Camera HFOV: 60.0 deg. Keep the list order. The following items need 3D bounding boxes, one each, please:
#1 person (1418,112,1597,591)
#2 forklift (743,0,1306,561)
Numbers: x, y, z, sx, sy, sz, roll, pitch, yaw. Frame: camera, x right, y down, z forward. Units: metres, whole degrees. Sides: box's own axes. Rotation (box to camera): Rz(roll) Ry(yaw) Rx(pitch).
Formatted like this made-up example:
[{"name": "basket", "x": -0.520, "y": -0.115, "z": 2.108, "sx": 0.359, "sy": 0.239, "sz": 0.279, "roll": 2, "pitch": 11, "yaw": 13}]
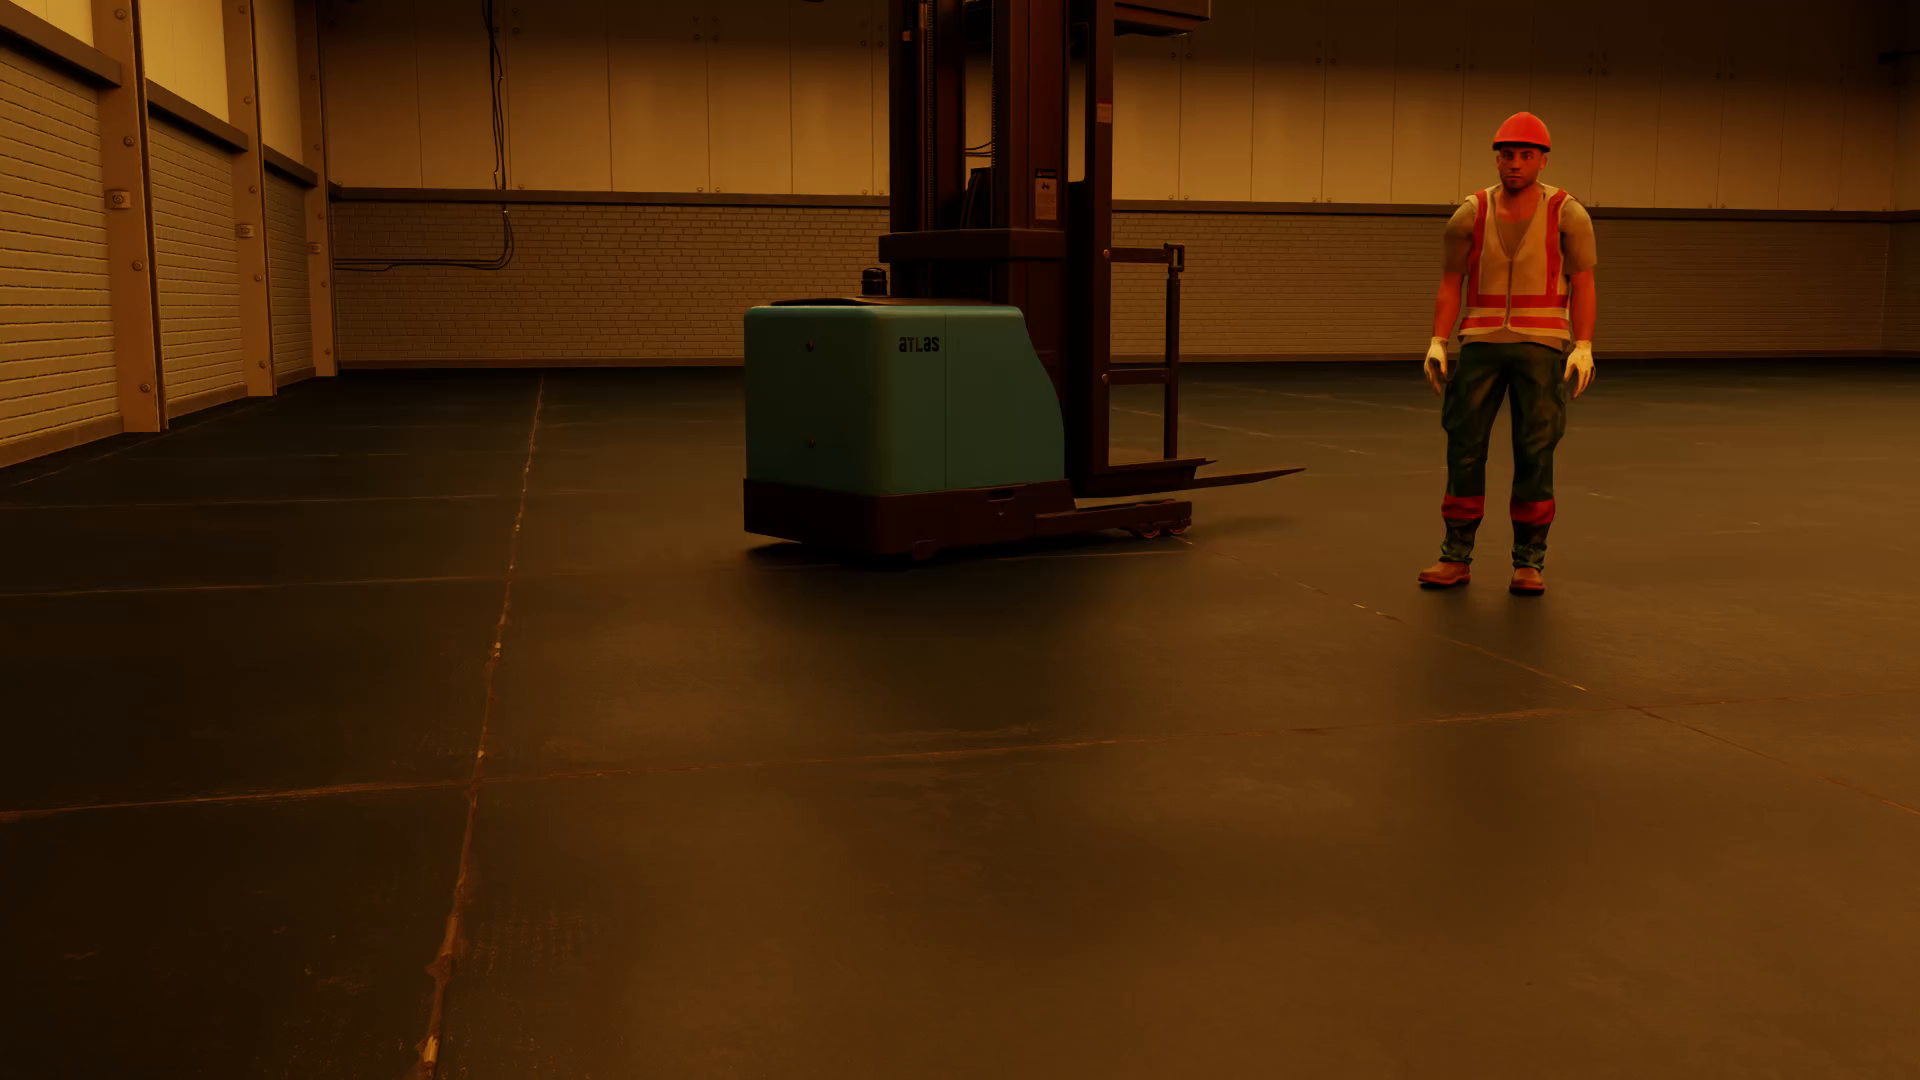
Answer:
[{"name": "person", "x": 2.080, "y": -0.699, "z": 6.294, "sx": 0.623, "sy": 1.780, "sz": 0.450, "roll": 4, "pitch": 9, "yaw": 28}, {"name": "forklift", "x": 0.472, "y": -1.508, "z": 7.908, "sx": 3.031, "sy": 2.935, "sz": 1.130, "roll": -7, "pitch": 10, "yaw": -40}]
